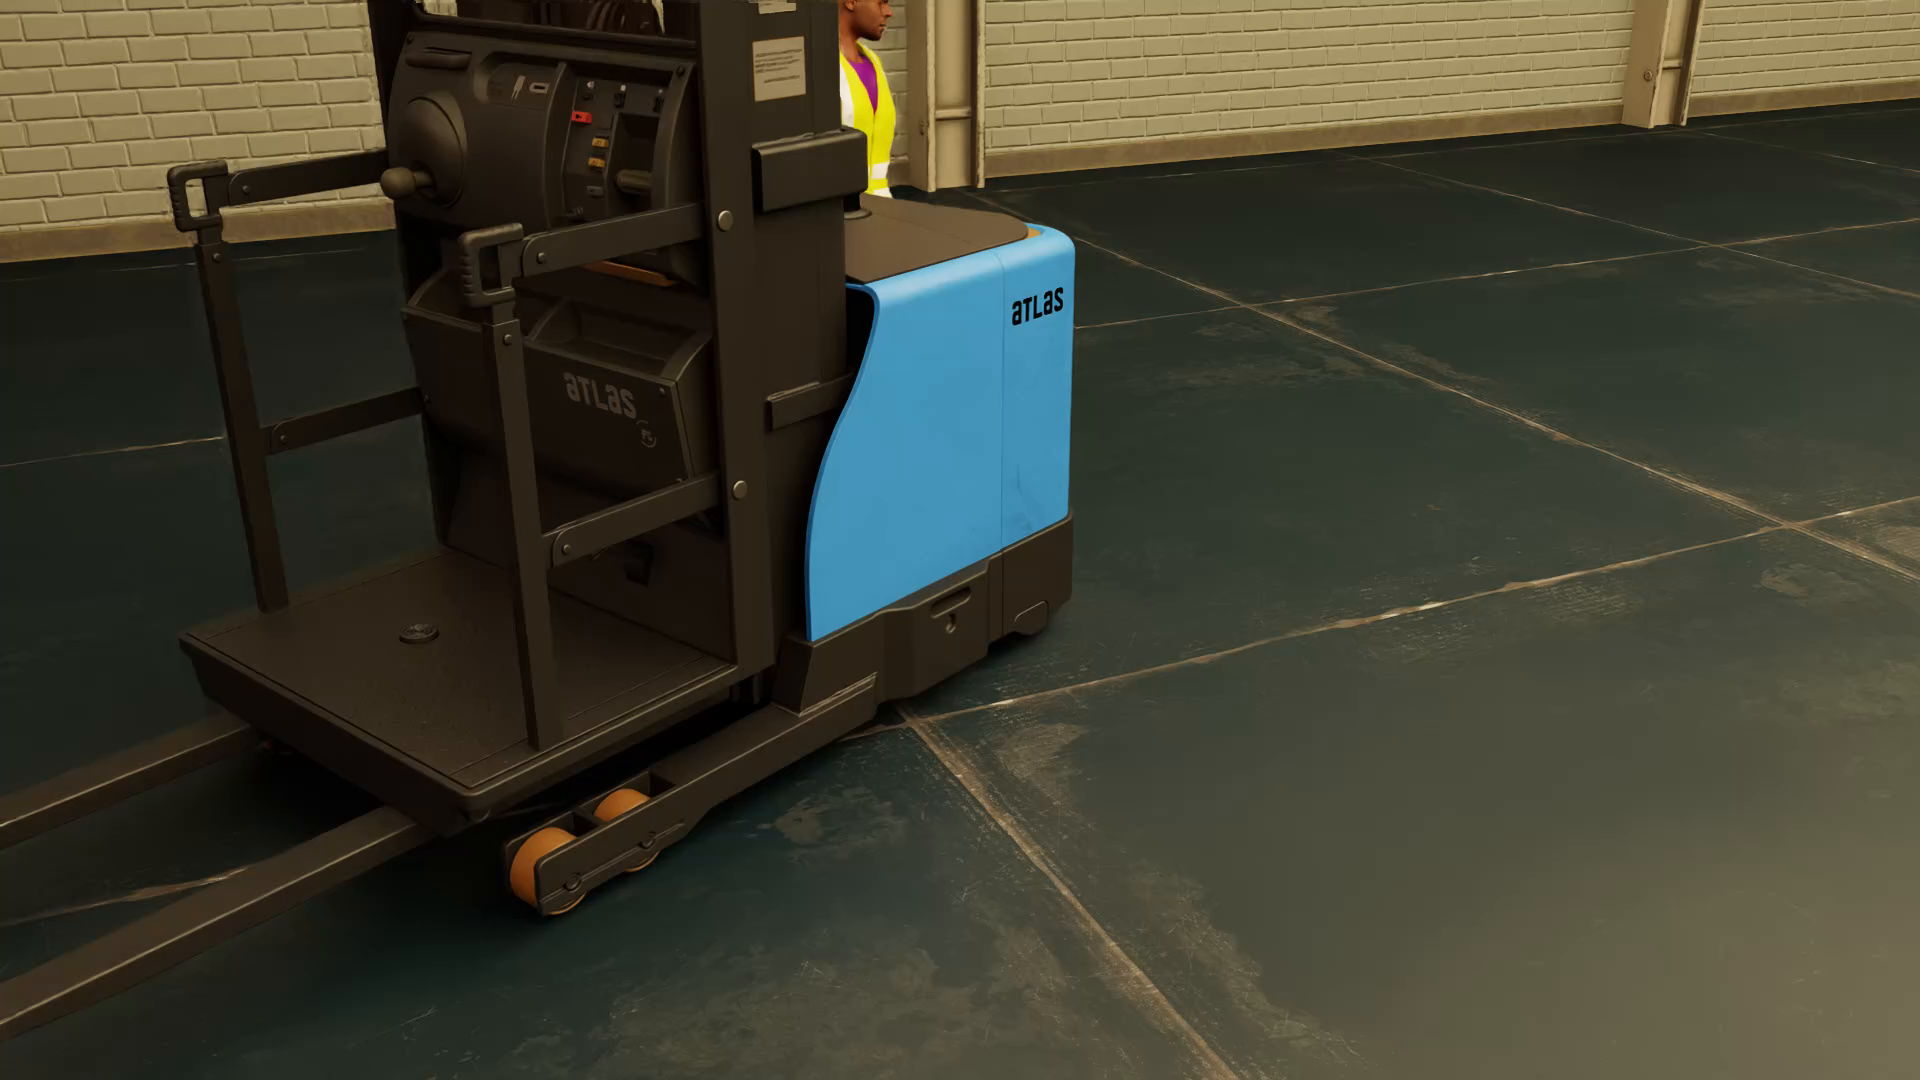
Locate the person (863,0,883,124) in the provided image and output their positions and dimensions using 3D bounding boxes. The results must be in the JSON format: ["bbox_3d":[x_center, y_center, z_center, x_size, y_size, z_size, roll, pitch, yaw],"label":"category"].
[{"bbox_3d":[-0.488,-1.064,5.489,0.481,1.737,0.904,15,27,31],"label":"person"}]

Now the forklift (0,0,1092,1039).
[{"bbox_3d":[-0.969,-0.847,3.326,1.130,2.935,3.031,17,28,36],"label":"forklift"}]
